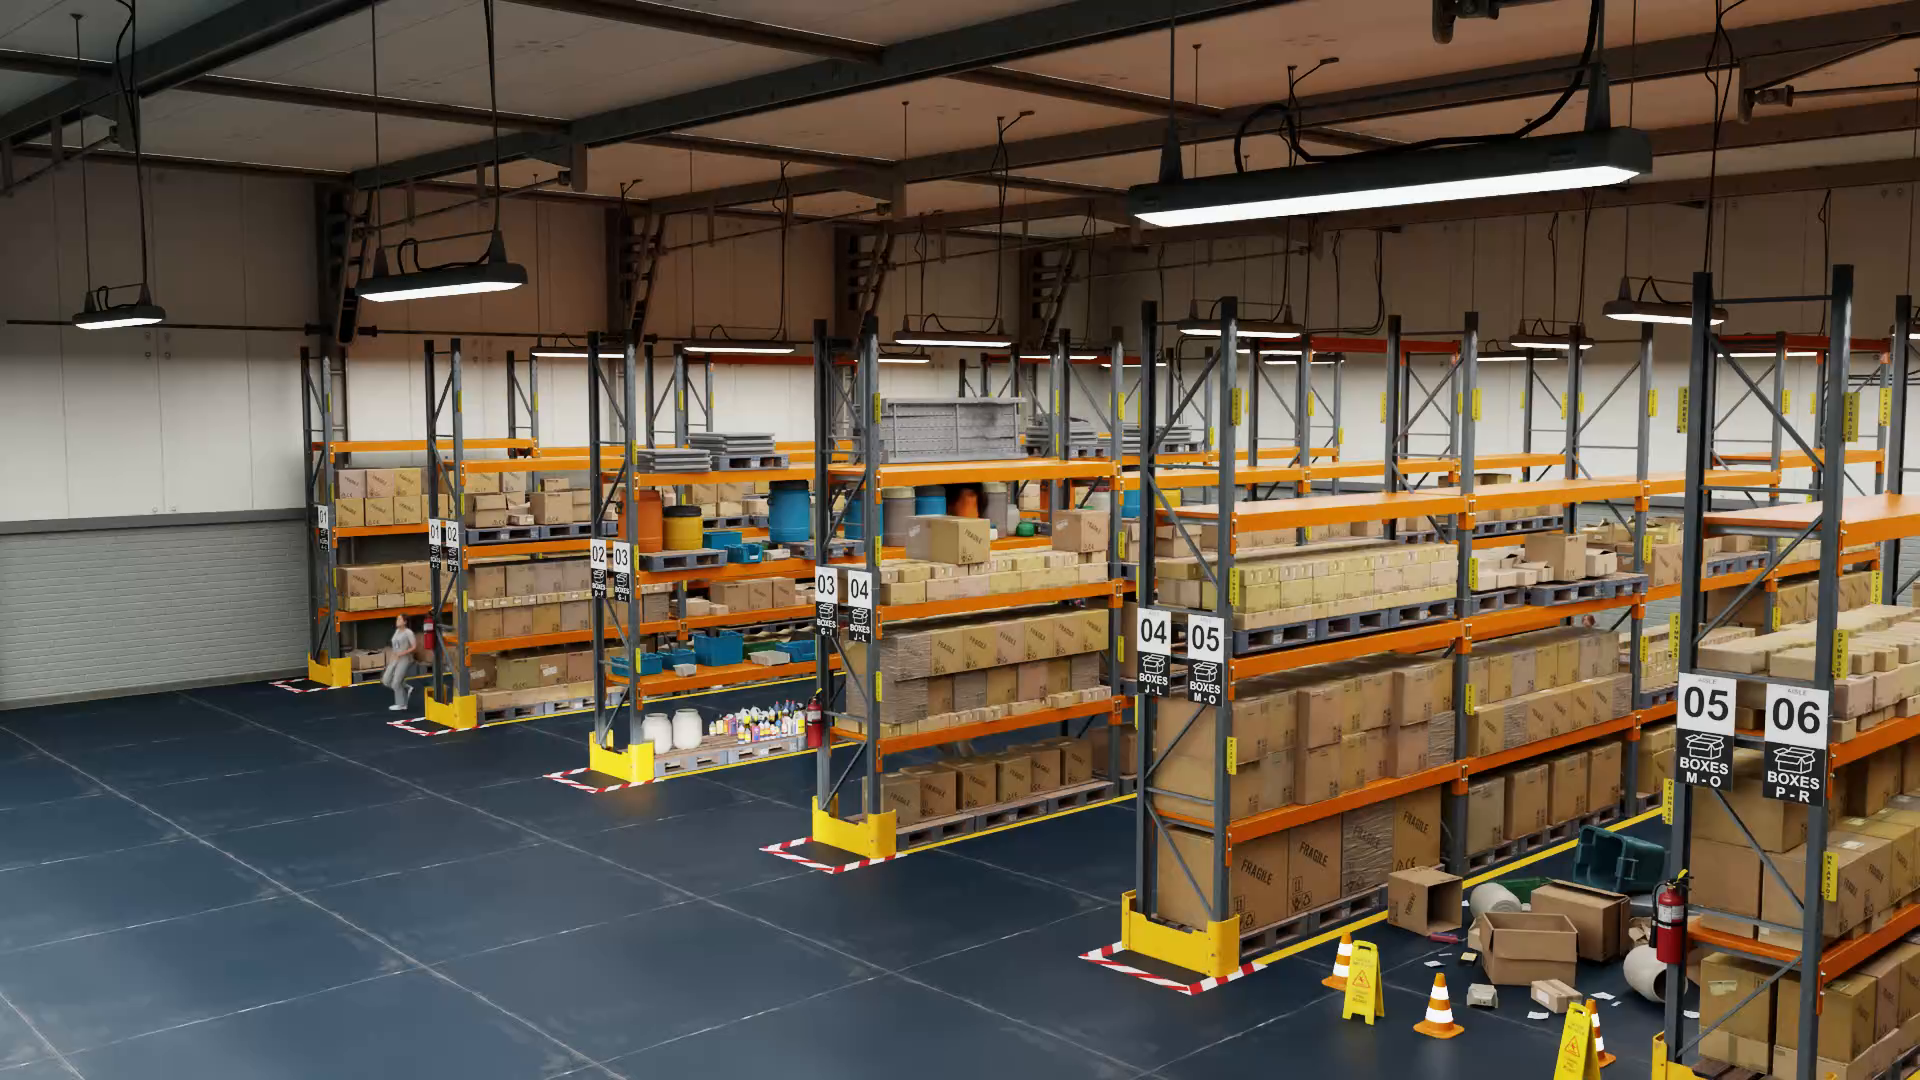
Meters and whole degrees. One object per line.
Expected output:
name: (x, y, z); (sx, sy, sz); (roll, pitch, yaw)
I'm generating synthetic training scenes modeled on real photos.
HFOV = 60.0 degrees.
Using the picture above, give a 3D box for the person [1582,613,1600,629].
person: (10.299, 1.979, 27.226); (0.578, 1.563, 0.561); (-5, 7, -43)

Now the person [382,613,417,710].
person: (-9.094, 1.982, 27.134); (0.584, 1.612, 0.527); (3, 6, 35)

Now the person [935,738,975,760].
person: (-0.062, 2.356, 22.265); (0.640, 1.717, 0.671); (5, 7, 44)

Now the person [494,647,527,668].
person: (-7.693, 1.764, 28.636); (0.702, 1.809, 0.861); (4, 7, 40)
